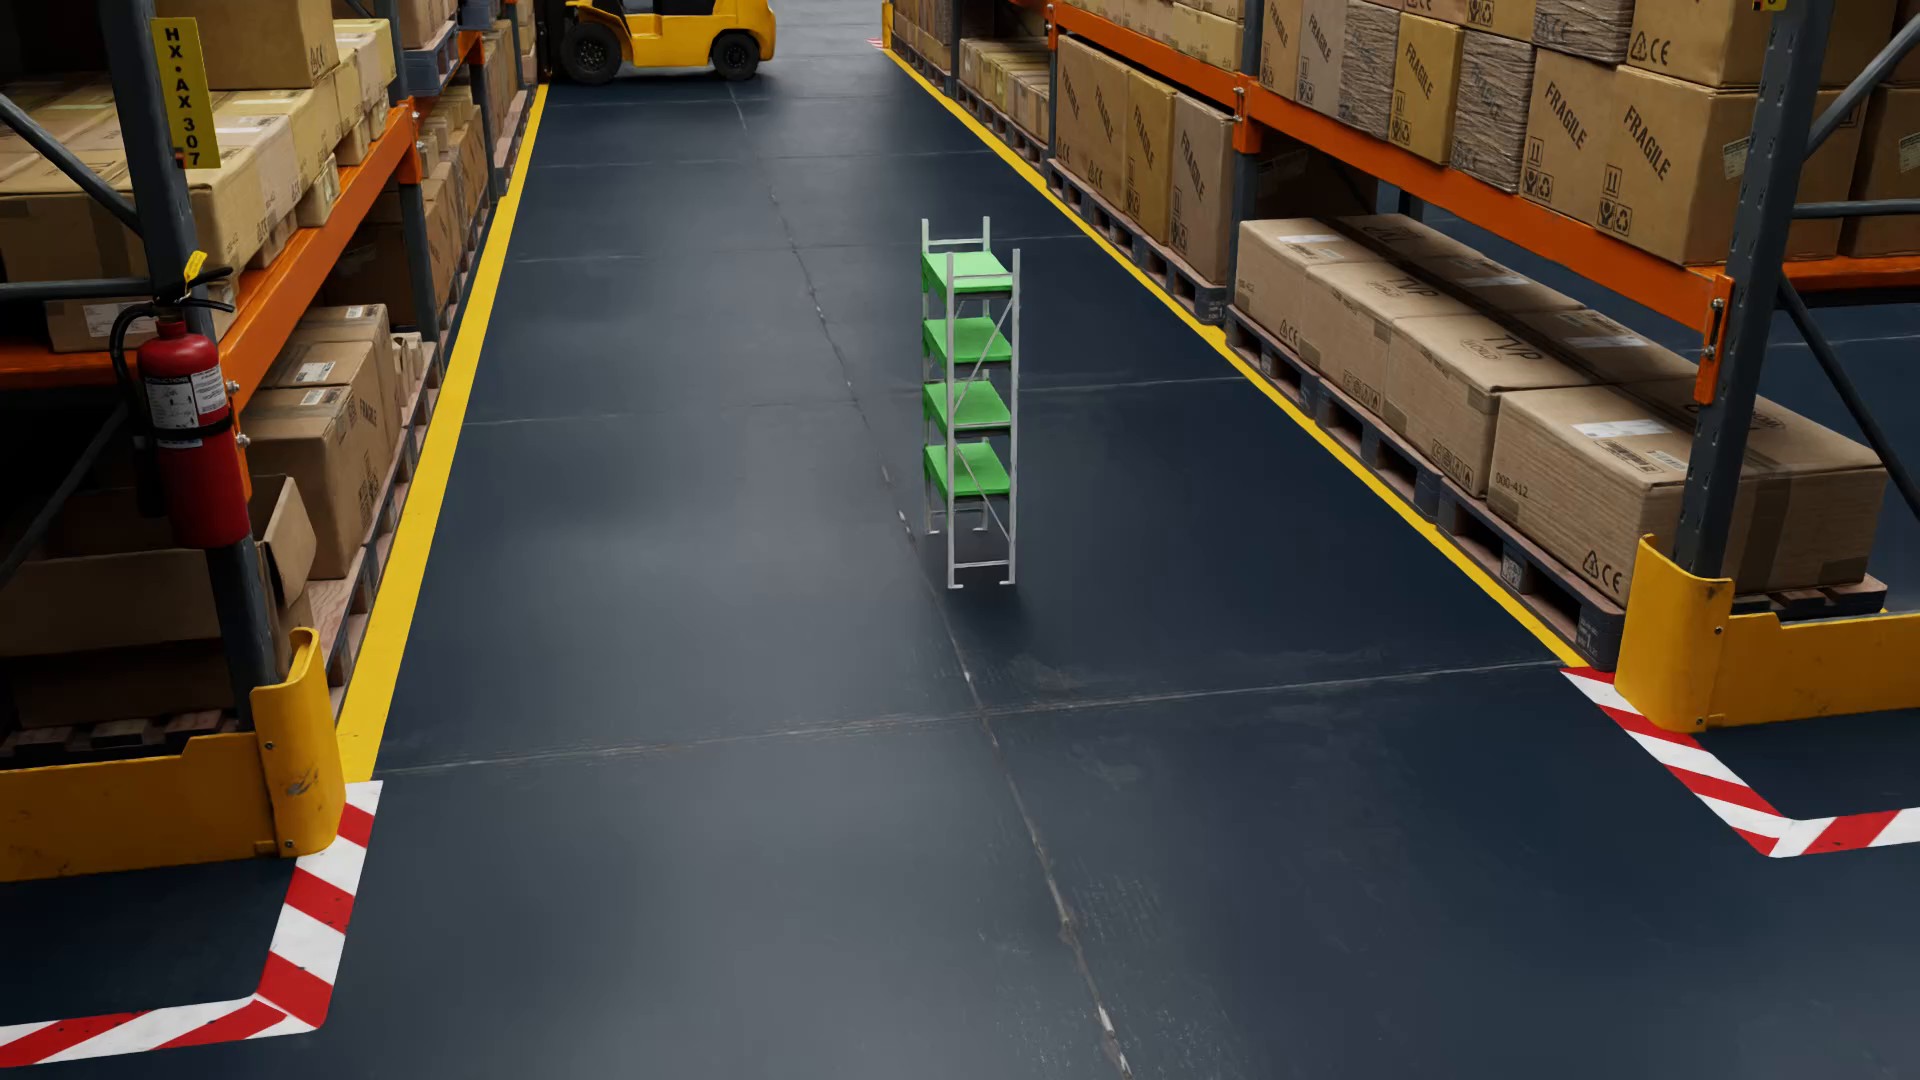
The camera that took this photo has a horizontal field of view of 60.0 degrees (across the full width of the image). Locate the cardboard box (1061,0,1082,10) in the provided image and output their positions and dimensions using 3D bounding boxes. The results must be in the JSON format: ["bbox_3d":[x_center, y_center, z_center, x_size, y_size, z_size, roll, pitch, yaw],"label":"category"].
[{"bbox_3d":[0.996,-3.782,11.350,0.500,0.250,0.500,-5,24,-11],"label":"cardboard box"}]

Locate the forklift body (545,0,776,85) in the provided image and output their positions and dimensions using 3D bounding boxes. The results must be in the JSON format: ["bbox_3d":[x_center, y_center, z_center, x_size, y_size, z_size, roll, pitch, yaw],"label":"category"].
[{"bbox_3d":[-3.061,-5.840,16.935,2.313,2.155,1.214,-4,24,-10],"label":"forklift body"}]

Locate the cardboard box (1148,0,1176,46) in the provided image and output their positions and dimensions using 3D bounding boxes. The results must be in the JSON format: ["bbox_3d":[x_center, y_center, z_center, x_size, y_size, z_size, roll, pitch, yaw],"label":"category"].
[{"bbox_3d":[1.394,-2.978,9.509,0.500,0.250,0.500,-5,24,-11],"label":"cardboard box"}]

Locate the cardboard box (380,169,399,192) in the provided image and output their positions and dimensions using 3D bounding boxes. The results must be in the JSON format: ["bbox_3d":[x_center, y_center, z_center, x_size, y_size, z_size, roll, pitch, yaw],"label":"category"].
[{"bbox_3d":[-2.850,-1.757,7.941,0.380,0.149,0.250,-5,24,-11],"label":"cardboard box"}]

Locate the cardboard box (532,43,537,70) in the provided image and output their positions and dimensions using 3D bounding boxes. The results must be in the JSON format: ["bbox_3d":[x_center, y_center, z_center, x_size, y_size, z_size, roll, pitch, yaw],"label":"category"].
[{"bbox_3d":[-4.338,-4.612,15.974,0.500,0.250,0.500,-5,24,-11],"label":"cardboard box"}]

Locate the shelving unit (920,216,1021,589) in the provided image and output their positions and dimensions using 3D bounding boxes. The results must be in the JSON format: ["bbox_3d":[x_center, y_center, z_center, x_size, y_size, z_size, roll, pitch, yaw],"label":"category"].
[{"bbox_3d":[0.031,-0.485,5.861,0.258,1.200,0.503,-4,24,-10],"label":"shelving unit"}]

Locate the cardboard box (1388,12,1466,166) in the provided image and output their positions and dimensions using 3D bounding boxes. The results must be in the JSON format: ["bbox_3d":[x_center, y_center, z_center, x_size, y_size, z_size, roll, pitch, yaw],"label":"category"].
[{"bbox_3d":[1.991,-1.734,6.347,0.500,0.500,0.500,-4,24,-8],"label":"cardboard box"}]

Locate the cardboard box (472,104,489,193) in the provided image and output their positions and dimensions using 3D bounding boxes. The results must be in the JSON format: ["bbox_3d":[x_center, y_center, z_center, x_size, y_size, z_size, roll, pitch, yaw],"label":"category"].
[{"bbox_3d":[-3.436,-2.590,11.031,0.500,0.500,0.500,-4,24,-8],"label":"cardboard box"}]

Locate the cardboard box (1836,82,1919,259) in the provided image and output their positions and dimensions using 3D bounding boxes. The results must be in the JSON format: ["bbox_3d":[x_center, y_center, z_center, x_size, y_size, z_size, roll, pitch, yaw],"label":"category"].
[{"bbox_3d":[2.825,-1.171,5.059,0.500,0.500,0.500,-4,24,-10],"label":"cardboard box"}]

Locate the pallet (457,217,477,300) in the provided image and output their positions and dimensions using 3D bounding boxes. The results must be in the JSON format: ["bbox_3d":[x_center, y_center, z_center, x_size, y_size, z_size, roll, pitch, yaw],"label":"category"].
[{"bbox_3d":[-3.402,-1.640,9.742,1.003,0.211,1.213,-4,24,-10],"label":"pallet"}]

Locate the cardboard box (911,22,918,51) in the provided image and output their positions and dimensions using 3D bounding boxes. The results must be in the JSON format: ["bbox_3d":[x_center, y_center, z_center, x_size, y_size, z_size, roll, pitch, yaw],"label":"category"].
[{"bbox_3d":[-0.249,-5.388,17.751,0.500,0.250,0.500,-3,24,-6],"label":"cardboard box"}]

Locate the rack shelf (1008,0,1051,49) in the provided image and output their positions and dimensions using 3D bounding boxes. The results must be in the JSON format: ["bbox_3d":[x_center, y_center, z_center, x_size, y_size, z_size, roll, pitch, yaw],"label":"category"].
[{"bbox_3d":[0.783,-4.519,13.748,1.077,0.370,4.000,-4,24,-10],"label":"rack shelf"}]

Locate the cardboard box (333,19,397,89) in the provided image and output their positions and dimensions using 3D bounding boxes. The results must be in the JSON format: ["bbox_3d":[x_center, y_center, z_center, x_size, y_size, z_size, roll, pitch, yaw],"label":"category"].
[{"bbox_3d":[-2.651,-2.005,6.909,0.500,0.250,0.500,-4,24,-8],"label":"cardboard box"}]

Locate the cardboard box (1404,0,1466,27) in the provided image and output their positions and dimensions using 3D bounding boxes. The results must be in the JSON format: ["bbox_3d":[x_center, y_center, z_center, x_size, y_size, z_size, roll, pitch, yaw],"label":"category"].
[{"bbox_3d":[2.004,-2.188,6.137,0.500,0.500,0.500,-4,24,-10],"label":"cardboard box"}]

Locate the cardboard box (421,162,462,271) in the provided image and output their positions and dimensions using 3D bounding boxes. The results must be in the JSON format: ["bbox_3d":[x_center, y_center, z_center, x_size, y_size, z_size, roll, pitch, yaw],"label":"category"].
[{"bbox_3d":[-3.050,-1.779,9.174,0.500,0.500,0.500,-5,24,-11],"label":"cardboard box"}]

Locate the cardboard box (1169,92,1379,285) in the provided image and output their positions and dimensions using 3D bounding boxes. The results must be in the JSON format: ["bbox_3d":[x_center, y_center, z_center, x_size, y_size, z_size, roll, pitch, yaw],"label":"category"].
[{"bbox_3d":[1.699,-1.945,9.087,0.875,0.875,0.875,-4,24,-8],"label":"cardboard box"}]

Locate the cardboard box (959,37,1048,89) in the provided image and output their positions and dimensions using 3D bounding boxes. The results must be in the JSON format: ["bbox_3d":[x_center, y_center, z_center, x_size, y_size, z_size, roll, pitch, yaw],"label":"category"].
[{"bbox_3d":[0.512,-4.418,15.376,0.950,0.372,0.625,-4,24,-9],"label":"cardboard box"}]

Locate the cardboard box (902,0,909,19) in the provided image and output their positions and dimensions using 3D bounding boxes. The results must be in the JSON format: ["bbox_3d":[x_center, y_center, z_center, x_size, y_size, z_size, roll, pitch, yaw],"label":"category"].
[{"bbox_3d":[-0.344,-5.932,18.059,0.500,0.500,0.500,-5,24,-12],"label":"cardboard box"}]

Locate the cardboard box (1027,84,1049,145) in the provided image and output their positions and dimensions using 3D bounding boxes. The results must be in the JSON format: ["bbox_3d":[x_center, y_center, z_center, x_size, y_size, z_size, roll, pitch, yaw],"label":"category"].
[{"bbox_3d":[1.058,-3.273,12.756,0.950,0.372,0.625,-6,24,-13],"label":"cardboard box"}]

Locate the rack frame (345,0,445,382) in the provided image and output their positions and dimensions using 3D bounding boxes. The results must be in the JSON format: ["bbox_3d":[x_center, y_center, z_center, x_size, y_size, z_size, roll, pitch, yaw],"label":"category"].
[{"bbox_3d":[-2.985,-2.120,7.356,1.000,3.000,0.127,-4,24,-10],"label":"rack frame"}]

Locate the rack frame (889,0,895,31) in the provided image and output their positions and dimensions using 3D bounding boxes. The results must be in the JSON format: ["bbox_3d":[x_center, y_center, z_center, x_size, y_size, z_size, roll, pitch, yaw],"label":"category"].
[{"bbox_3d":[-0.327,-7.209,19.008,1.000,3.000,0.127,-4,24,-10],"label":"rack frame"}]

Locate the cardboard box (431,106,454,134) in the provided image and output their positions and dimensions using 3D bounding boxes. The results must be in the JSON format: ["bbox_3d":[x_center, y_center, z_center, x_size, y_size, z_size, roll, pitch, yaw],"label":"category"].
[{"bbox_3d":[-3.294,-2.543,10.113,0.380,0.149,0.250,-4,24,-8],"label":"cardboard box"}]

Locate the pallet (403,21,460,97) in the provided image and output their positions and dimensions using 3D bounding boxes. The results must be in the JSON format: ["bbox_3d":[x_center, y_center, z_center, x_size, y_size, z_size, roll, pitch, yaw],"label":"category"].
[{"bbox_3d":[-3.026,-2.354,8.133,1.003,0.211,1.213,-4,24,-10],"label":"pallet"}]

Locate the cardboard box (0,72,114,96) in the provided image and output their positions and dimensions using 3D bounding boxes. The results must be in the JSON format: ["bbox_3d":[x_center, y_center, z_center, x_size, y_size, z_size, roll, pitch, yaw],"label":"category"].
[{"bbox_3d":[-2.869,-1.379,5.476,0.500,0.250,0.500,-4,24,-10],"label":"cardboard box"}]

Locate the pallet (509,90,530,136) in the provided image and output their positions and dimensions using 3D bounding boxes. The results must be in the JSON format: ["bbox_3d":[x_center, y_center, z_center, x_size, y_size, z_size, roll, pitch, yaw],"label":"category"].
[{"bbox_3d":[-4.290,-3.702,14.462,1.003,0.211,1.213,-4,24,-10],"label":"pallet"}]

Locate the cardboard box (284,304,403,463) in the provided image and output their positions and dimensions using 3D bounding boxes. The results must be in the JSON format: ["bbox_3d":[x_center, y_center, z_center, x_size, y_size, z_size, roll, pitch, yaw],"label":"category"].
[{"bbox_3d":[-2.577,-0.589,6.448,0.700,0.500,0.500,-5,24,-12],"label":"cardboard box"}]

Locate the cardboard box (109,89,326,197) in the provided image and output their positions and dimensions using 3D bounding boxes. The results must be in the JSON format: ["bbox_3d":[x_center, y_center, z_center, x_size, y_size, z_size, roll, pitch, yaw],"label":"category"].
[{"bbox_3d":[-2.255,-1.210,5.089,0.500,0.250,0.500,-5,24,-11],"label":"cardboard box"}]

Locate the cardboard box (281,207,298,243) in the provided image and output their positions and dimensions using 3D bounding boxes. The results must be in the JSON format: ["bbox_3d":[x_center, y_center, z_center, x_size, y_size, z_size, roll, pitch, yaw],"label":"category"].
[{"bbox_3d":[-2.253,-0.987,5.075,0.380,0.149,0.250,-4,24,-9],"label":"cardboard box"}]

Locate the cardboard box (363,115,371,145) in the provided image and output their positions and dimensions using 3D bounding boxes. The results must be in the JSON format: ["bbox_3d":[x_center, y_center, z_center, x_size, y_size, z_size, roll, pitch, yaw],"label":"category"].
[{"bbox_3d":[-2.515,-1.592,6.461,0.380,0.149,0.250,-4,24,-8],"label":"cardboard box"}]

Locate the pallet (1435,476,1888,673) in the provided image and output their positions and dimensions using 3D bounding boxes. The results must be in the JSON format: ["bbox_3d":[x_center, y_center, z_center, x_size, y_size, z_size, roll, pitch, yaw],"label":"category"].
[{"bbox_3d":[2.407,0.054,5.863,1.003,0.211,1.213,-4,24,-10],"label":"pallet"}]

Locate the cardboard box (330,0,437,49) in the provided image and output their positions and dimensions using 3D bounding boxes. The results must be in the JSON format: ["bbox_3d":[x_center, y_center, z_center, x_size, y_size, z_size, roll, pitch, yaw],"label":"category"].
[{"bbox_3d":[-2.855,-2.565,7.726,0.700,0.500,0.500,-4,24,-8],"label":"cardboard box"}]

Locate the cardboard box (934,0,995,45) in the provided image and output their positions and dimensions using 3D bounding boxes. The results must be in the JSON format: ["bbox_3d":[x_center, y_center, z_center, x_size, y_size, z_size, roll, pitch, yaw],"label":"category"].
[{"bbox_3d":[0.040,-5.124,16.209,0.500,0.500,0.500,-5,24,-10],"label":"cardboard box"}]

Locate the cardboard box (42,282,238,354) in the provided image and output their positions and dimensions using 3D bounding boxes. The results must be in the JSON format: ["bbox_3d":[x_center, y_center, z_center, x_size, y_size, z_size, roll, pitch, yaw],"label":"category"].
[{"bbox_3d":[-2.037,-0.581,4.147,0.380,0.149,0.250,-4,24,-10],"label":"cardboard box"}]

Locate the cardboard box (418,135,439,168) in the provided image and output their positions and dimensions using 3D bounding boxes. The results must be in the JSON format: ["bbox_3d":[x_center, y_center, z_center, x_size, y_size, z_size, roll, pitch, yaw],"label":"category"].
[{"bbox_3d":[-3.093,-2.134,9.176,0.380,0.149,0.250,-3,24,-8],"label":"cardboard box"}]

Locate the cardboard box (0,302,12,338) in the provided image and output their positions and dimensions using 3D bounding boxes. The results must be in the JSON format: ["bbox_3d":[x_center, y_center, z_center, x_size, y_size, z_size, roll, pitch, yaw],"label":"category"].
[{"bbox_3d":[-2.571,-0.542,4.057,0.380,0.149,0.250,-5,24,-10],"label":"cardboard box"}]

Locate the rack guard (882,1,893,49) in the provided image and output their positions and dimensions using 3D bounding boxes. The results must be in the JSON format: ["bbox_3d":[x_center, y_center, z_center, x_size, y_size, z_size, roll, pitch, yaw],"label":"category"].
[{"bbox_3d":[-0.313,-6.033,19.440,1.175,0.500,0.348,-4,24,-10],"label":"rack guard"}]

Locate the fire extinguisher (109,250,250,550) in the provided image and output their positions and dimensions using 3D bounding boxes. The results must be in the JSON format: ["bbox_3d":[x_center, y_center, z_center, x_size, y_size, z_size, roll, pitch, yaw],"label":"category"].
[{"bbox_3d":[-1.764,-0.317,3.790,0.296,0.674,0.183,-4,24,-10],"label":"fire extinguisher"}]

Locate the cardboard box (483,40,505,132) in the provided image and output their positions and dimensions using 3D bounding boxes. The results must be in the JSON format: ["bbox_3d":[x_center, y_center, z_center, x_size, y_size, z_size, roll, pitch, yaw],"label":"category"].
[{"bbox_3d":[-4.080,-3.565,13.107,0.875,0.625,0.625,-5,24,-12],"label":"cardboard box"}]

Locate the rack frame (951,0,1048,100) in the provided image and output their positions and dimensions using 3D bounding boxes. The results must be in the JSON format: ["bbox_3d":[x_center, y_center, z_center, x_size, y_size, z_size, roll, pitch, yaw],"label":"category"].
[{"bbox_3d":[0.413,-5.635,15.406,1.000,3.000,0.127,-4,24,-10],"label":"rack frame"}]

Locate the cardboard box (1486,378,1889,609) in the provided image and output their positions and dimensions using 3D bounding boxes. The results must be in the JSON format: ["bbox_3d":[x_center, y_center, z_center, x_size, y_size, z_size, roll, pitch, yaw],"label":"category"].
[{"bbox_3d":[2.411,-0.186,5.604,0.875,0.438,0.875,-5,24,-12],"label":"cardboard box"}]

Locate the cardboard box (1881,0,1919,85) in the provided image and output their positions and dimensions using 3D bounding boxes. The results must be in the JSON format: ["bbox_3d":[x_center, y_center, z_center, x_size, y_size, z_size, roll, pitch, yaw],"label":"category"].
[{"bbox_3d":[2.823,-1.629,4.859,0.500,0.500,0.500,-5,24,-11],"label":"cardboard box"}]

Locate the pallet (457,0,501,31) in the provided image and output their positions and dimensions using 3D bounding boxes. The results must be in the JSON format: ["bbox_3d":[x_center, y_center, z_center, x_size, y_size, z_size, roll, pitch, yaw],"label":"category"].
[{"bbox_3d":[-3.531,-3.344,10.398,1.213,0.211,1.003,-4,24,-10],"label":"pallet"}]

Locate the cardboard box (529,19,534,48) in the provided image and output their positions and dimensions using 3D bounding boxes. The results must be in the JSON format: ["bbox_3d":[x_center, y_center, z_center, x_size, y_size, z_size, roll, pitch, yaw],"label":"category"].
[{"bbox_3d":[-4.346,-4.839,15.869,0.500,0.250,0.500,-4,24,-10],"label":"cardboard box"}]

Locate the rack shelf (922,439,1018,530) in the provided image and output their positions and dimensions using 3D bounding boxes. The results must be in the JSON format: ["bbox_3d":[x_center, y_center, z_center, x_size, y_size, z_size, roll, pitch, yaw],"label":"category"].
[{"bbox_3d":[0.031,-0.206,5.982,0.258,0.148,0.480,-4,24,-10],"label":"rack shelf"}]

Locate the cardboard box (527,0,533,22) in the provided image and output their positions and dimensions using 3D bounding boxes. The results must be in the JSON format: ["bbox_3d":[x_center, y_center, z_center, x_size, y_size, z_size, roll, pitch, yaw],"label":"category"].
[{"bbox_3d":[-4.330,-5.073,15.778,0.500,0.250,0.500,-4,24,-10],"label":"cardboard box"}]

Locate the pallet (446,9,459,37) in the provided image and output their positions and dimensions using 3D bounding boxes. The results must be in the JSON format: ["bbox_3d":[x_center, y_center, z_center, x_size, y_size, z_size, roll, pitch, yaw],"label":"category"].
[{"bbox_3d":[-3.361,-2.841,9.246,1.003,0.211,1.213,-4,24,-10],"label":"pallet"}]
